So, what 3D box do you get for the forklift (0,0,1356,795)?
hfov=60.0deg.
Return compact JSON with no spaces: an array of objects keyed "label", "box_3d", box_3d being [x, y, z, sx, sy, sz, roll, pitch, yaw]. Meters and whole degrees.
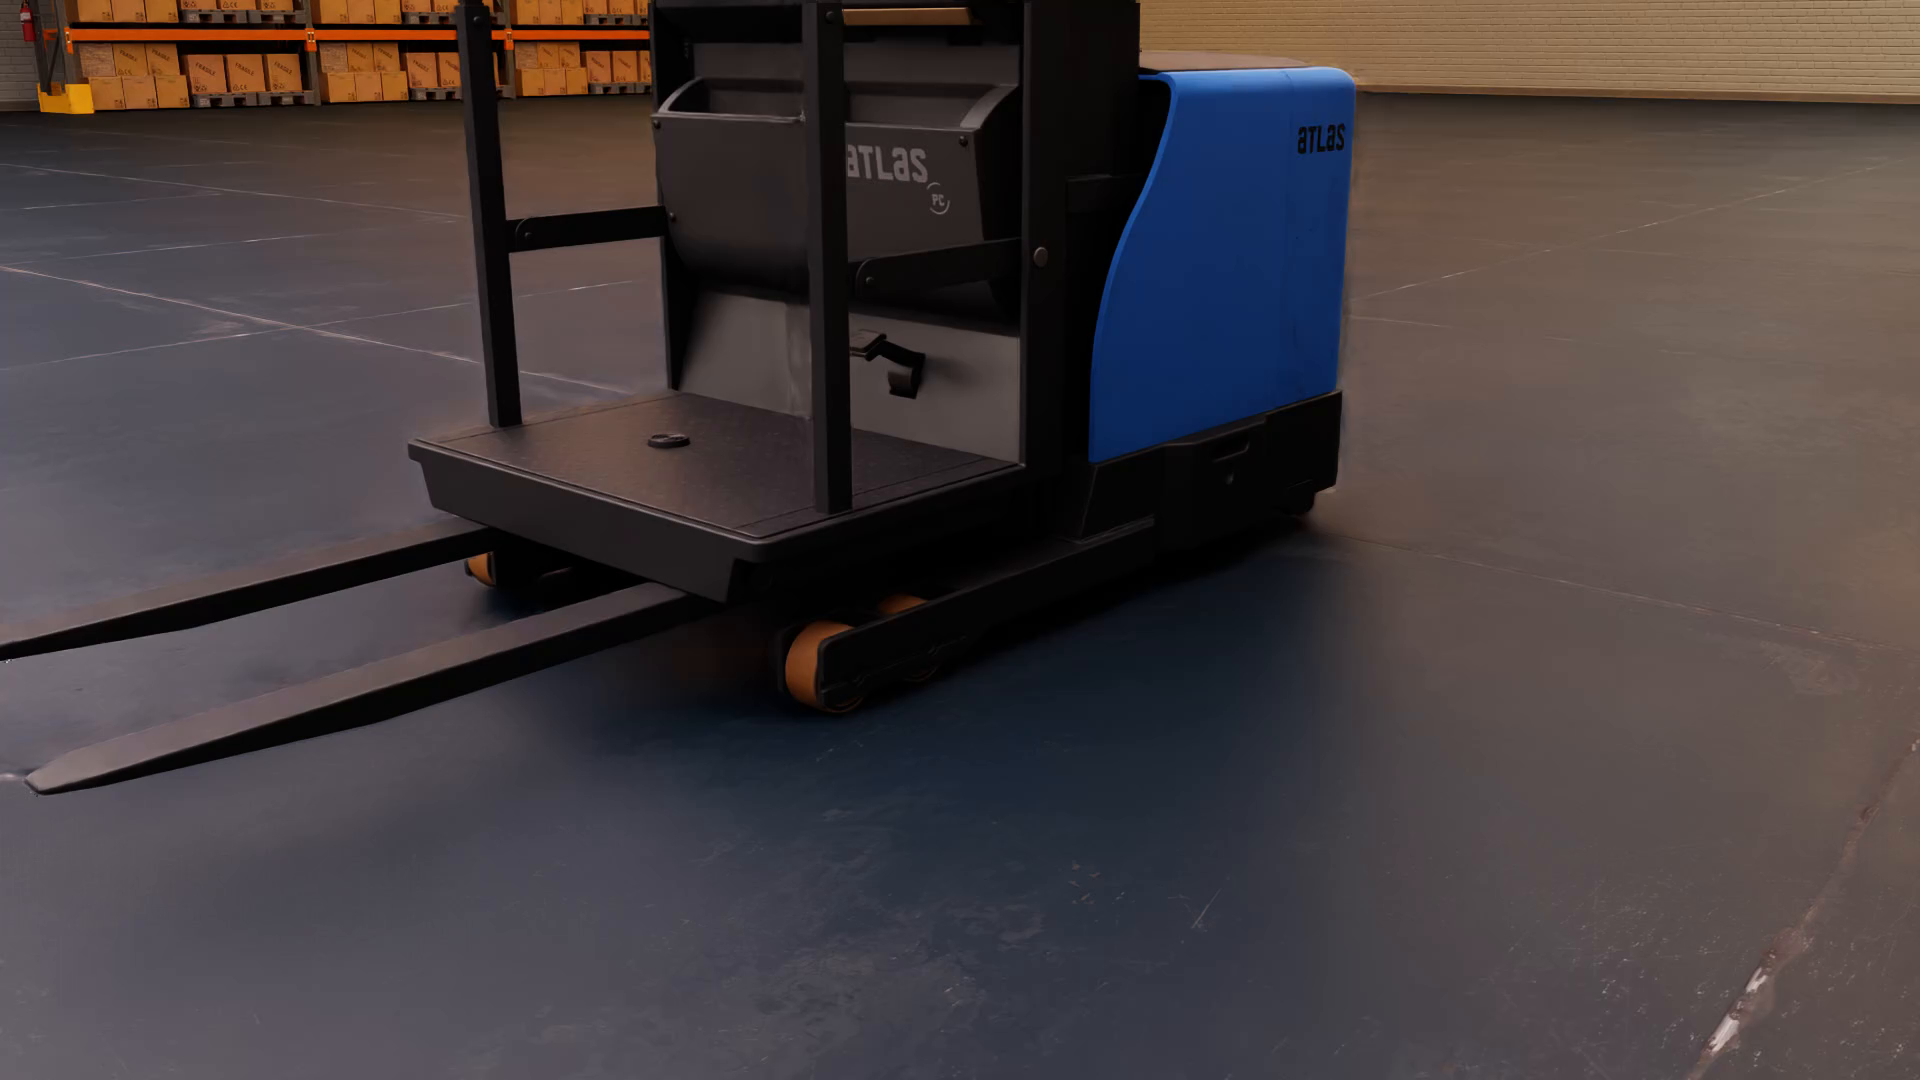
[{"label":"forklift","box_3d":[-0.411,-1.261,3.049,1.130,2.935,3.031,15,22,40]}]
